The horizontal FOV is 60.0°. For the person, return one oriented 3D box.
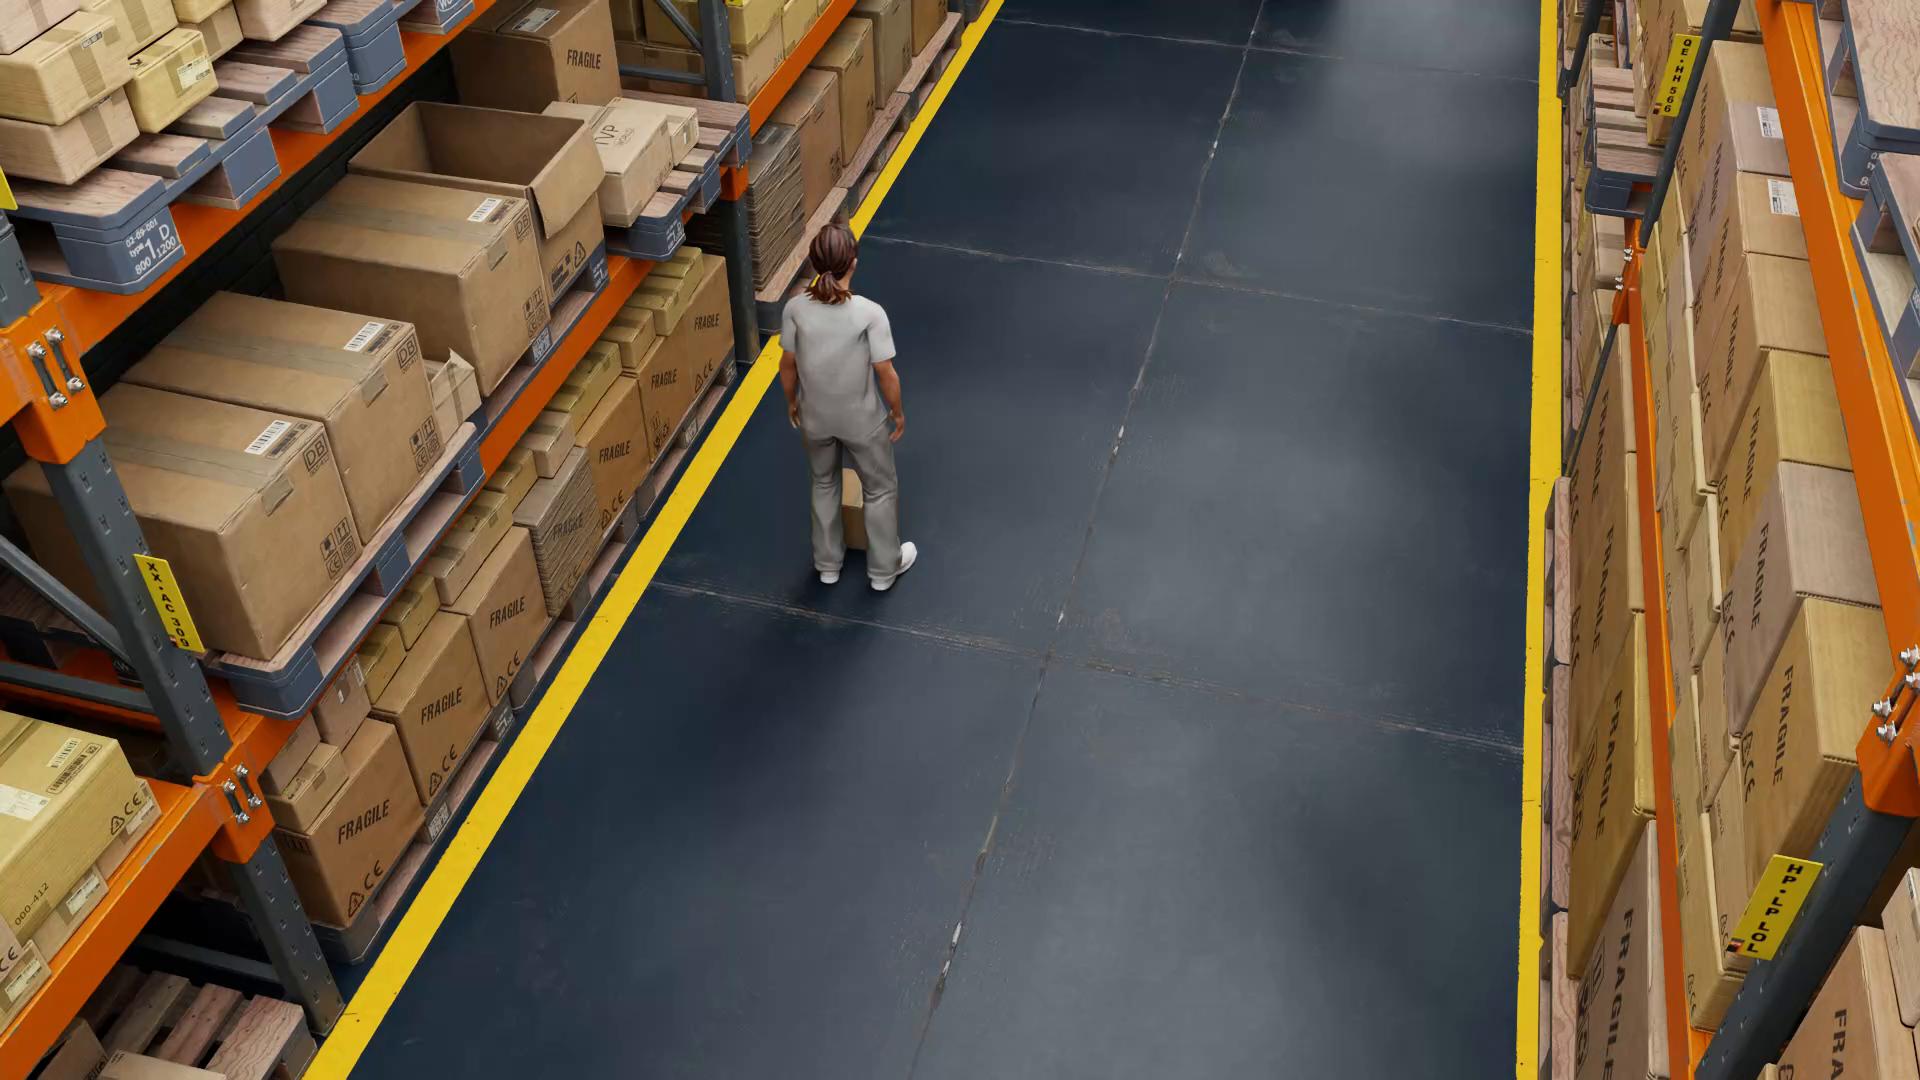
[{"bbox_3d":[-0.466,-0.504,6.736,0.504,1.673,0.352,9,42,10],"label":"person"}]
